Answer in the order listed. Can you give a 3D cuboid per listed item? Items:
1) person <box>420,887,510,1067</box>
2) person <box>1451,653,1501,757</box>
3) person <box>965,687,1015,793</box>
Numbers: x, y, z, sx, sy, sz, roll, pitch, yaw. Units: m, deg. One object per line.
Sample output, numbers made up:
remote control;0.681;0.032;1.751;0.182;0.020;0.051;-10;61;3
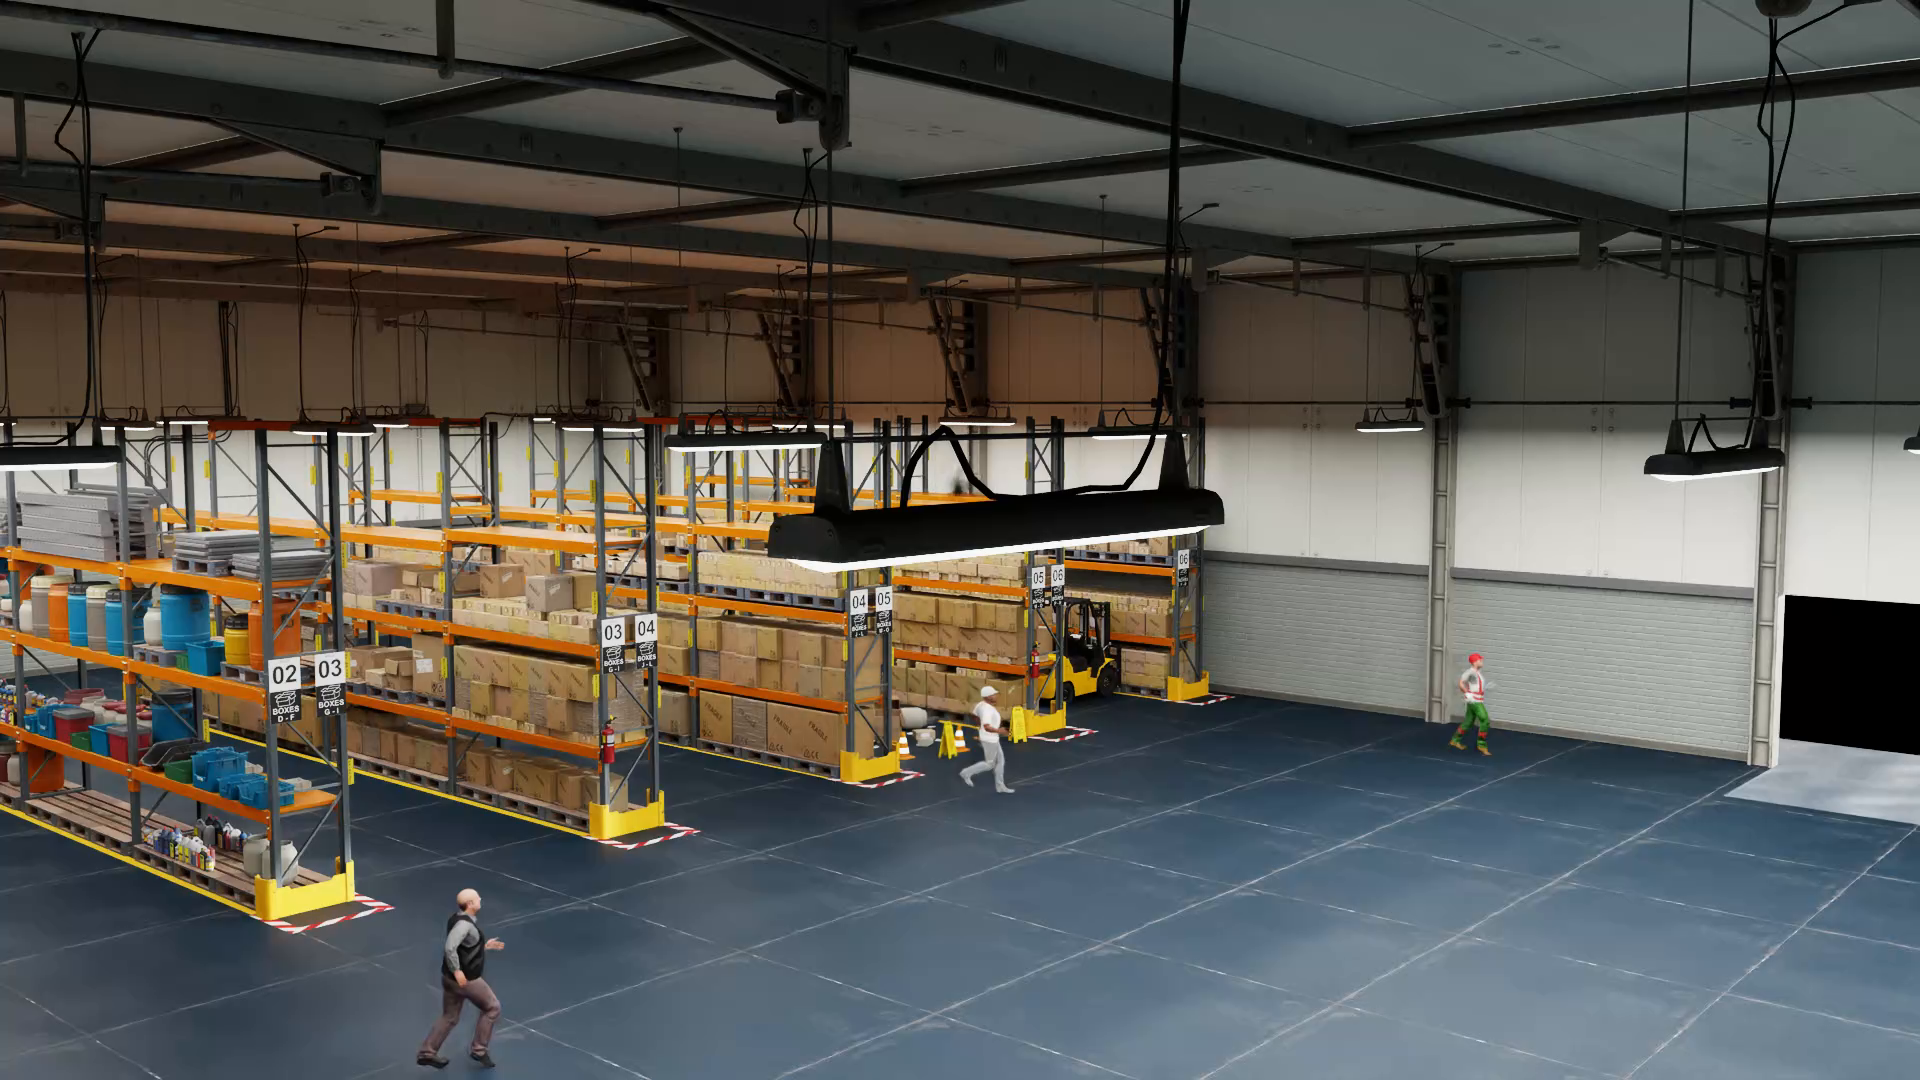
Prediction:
person;-4.679;4.176;15.783;0.884;1.771;0.582;-3;6;-35
person;9.284;2.949;29.906;0.844;1.844;0.638;2;5;21
person;0.484;3.239;26.850;0.827;1.748;0.708;0;5;-2
